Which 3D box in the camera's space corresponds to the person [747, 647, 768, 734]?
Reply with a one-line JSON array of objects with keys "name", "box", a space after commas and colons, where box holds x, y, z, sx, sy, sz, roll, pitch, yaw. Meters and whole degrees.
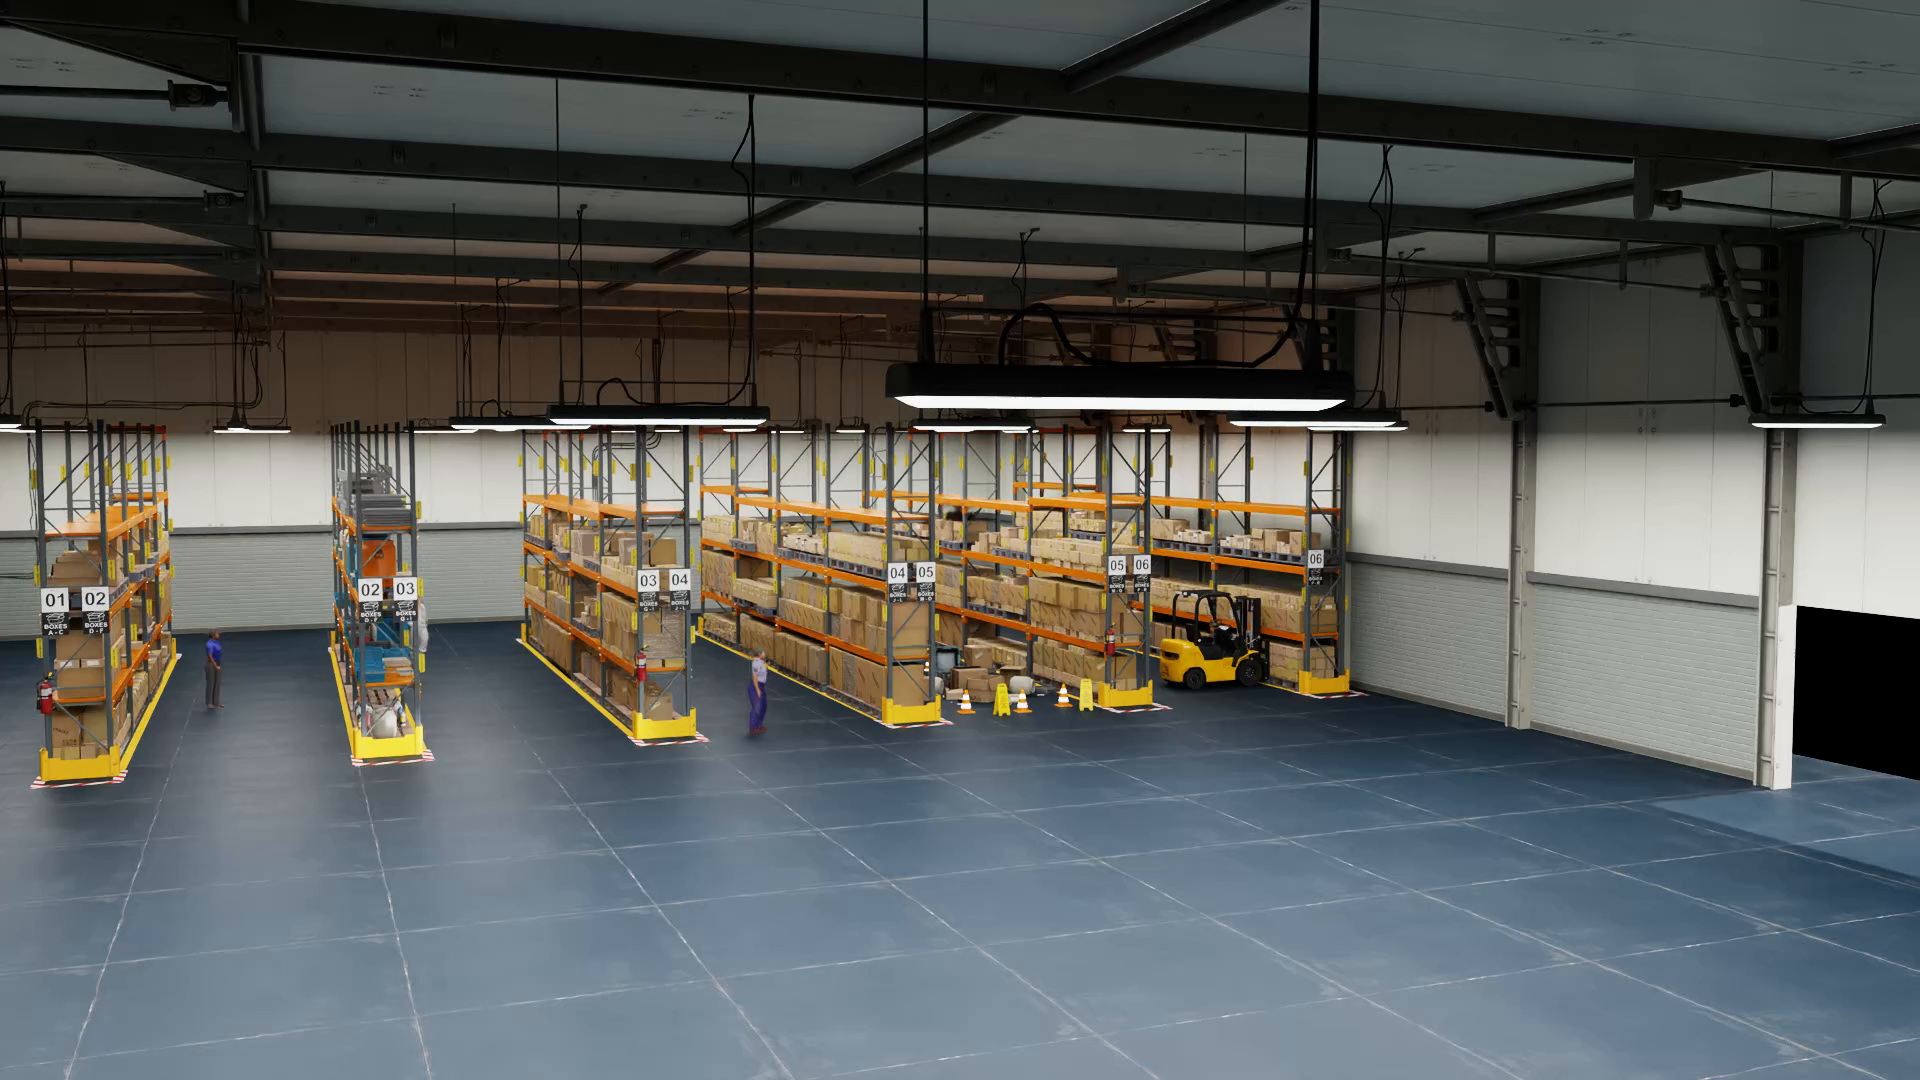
[{"name": "person", "box": [-3.928, 2.915, 32.206, 0.367, 1.628, 0.617, 0, 4, 2]}]

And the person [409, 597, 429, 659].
[{"name": "person", "box": [-13.722, 2.219, 41.984, 0.562, 1.788, 0.812, -3, 5, -42]}]

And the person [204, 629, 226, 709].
[{"name": "person", "box": [-15.630, 2.714, 34.979, 0.497, 1.690, 0.534, 0, 4, 8]}]
